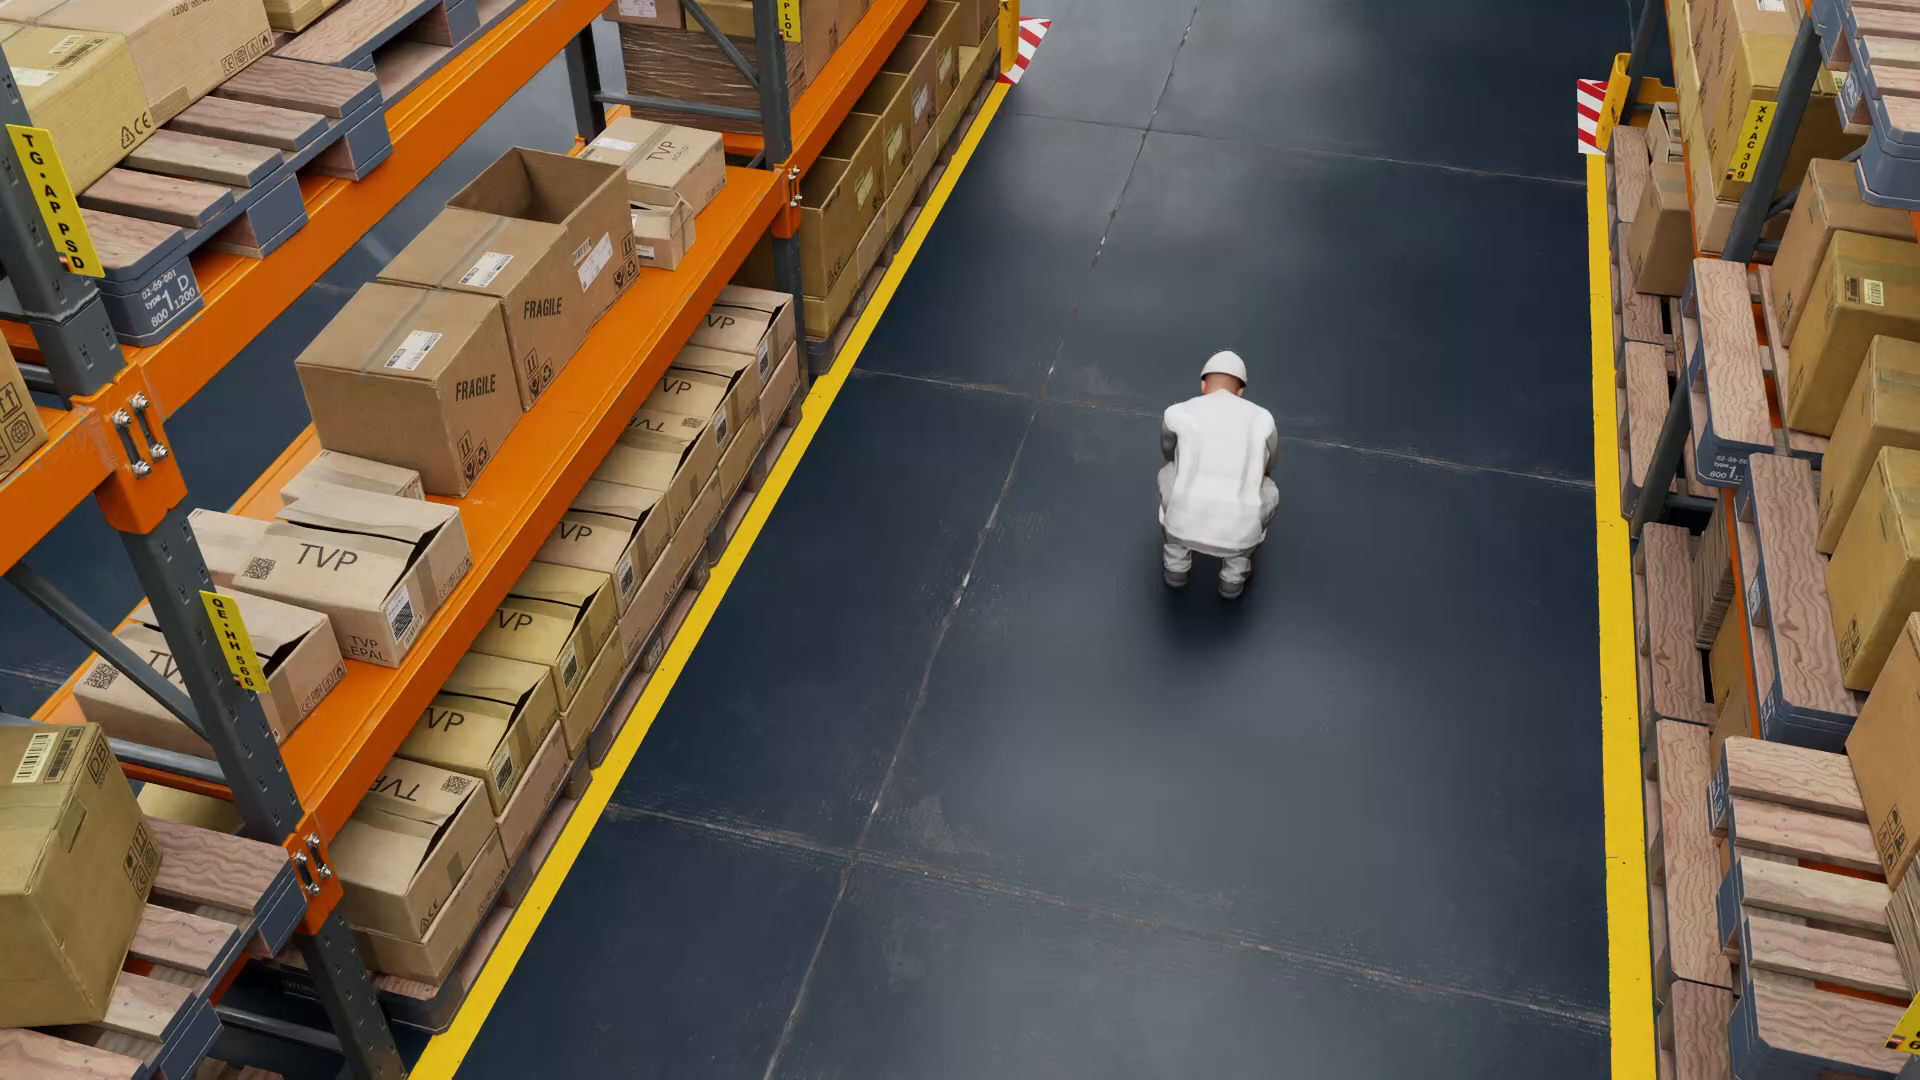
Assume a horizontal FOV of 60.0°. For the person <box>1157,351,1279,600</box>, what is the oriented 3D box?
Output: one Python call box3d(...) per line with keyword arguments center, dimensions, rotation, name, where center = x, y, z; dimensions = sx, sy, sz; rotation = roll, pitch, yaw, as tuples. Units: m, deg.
box3d(center=(1.111, -0.243, 7.203), dimensions=(0.553, 0.878, 0.901), rotation=(10, 42, 11), name="person")
